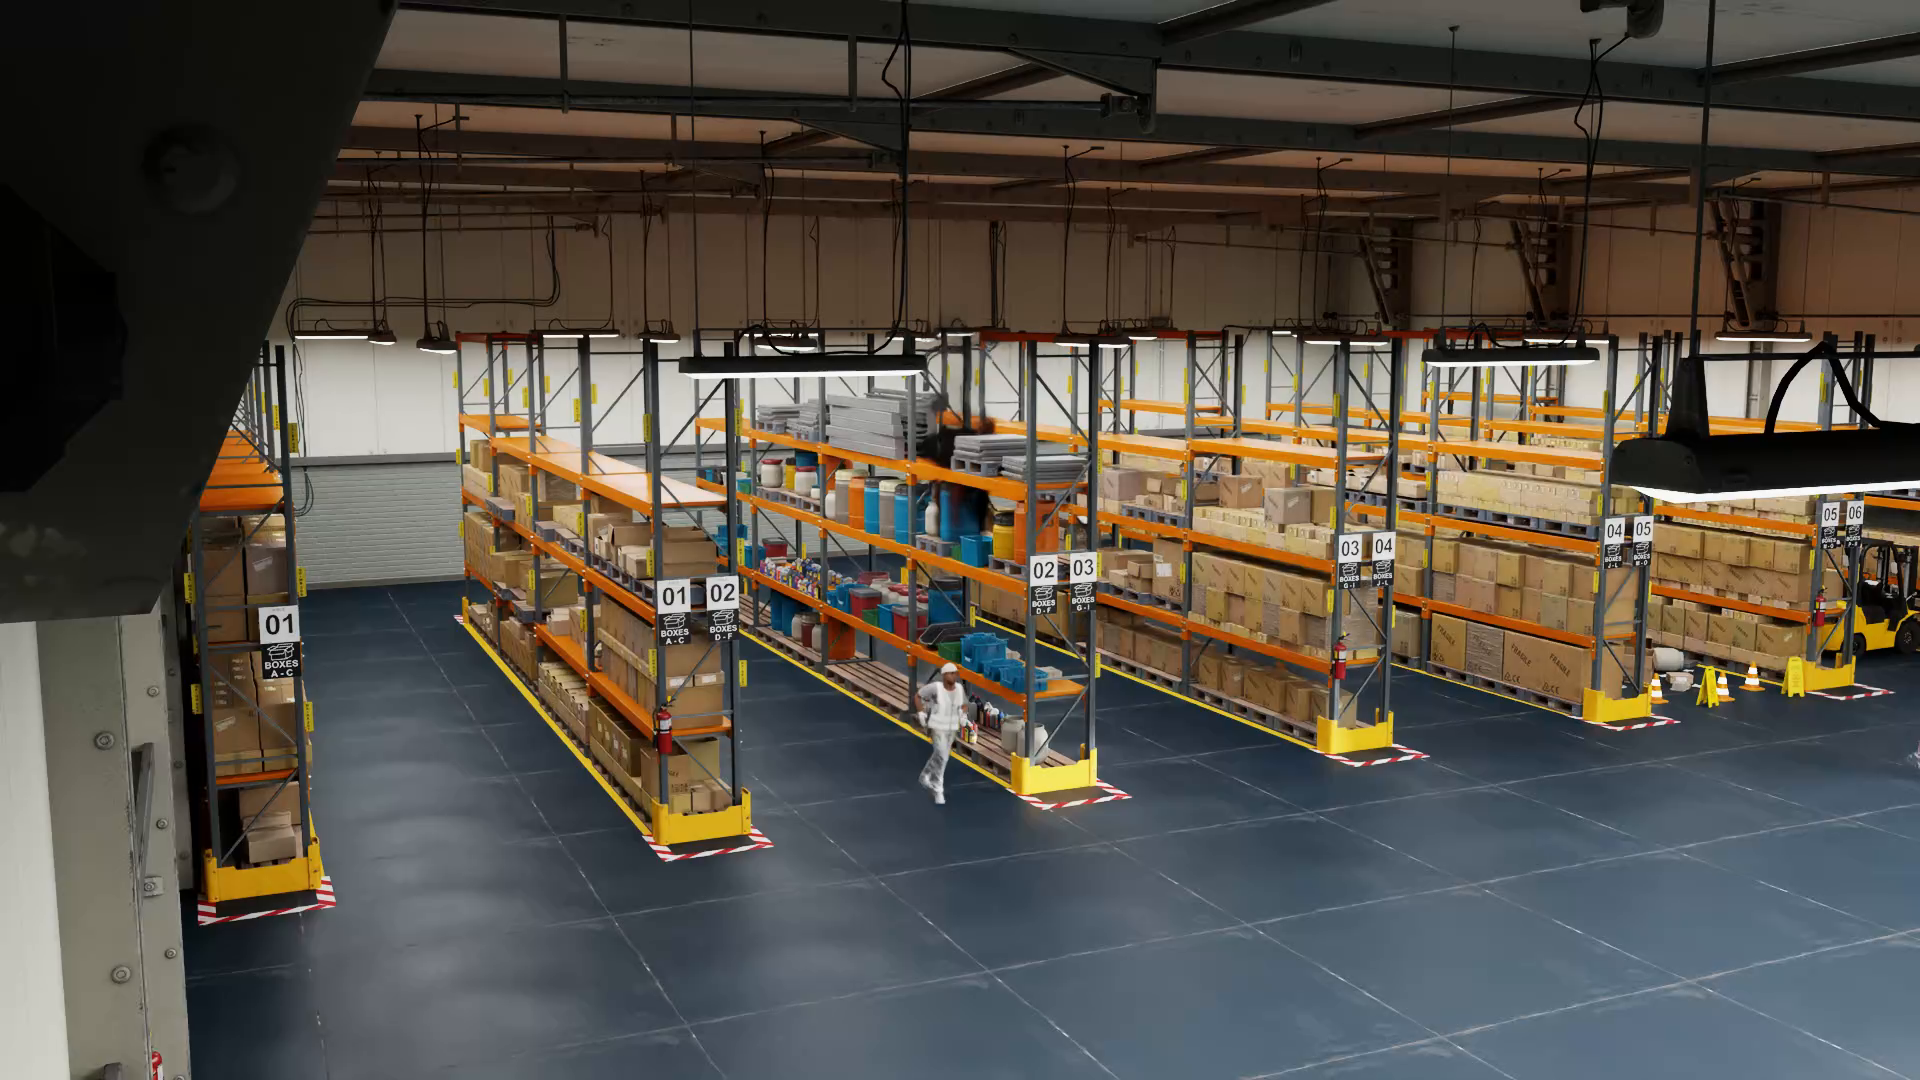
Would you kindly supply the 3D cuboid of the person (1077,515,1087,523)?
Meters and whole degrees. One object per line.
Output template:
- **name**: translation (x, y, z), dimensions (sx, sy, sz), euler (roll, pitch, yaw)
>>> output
- **person**: translation (3.077, -0.110, 41.454), dimensions (0.946, 1.707, 0.597), euler (-3, 8, -23)

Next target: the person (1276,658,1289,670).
- **person**: translation (5.906, 1.475, 29.569), dimensions (0.624, 1.766, 0.663), euler (-4, 9, -28)

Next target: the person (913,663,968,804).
- **person**: translation (-0.227, 2.521, 22.024), dimensions (0.689, 1.827, 0.777), euler (-6, 10, -37)
